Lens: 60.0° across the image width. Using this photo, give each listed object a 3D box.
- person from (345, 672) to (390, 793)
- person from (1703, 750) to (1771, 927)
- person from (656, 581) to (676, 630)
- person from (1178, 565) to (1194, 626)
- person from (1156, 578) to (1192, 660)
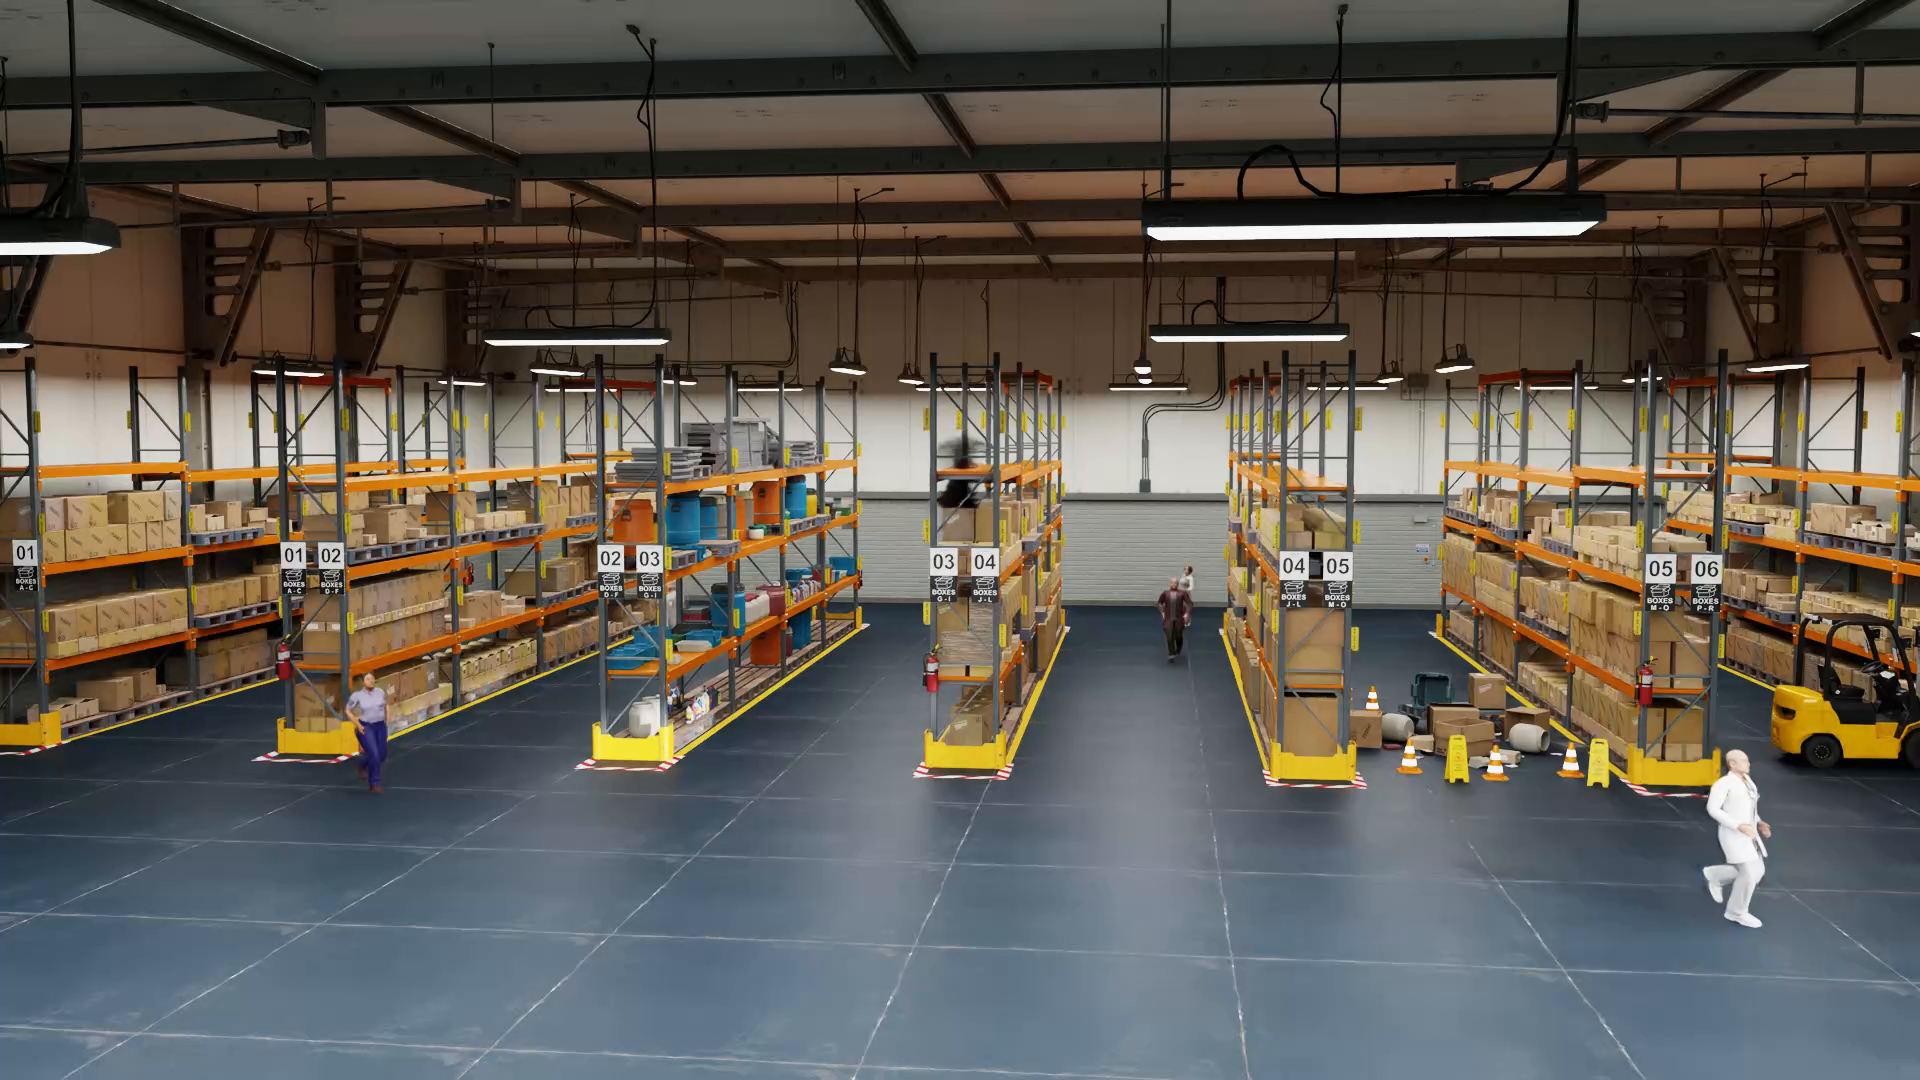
[{"bbox_3d":[-8.050,2.611,22.673,0.693,1.624,0.602,4,5,41],"label":"person"},{"bbox_3d":[7.750,2.965,16.696,0.712,1.739,0.652,-3,5,-37],"label":"person"},{"bbox_3d":[-6.167,1.659,35.194,0.571,1.695,0.837,0,4,-2],"label":"person"},{"bbox_3d":[5.352,1.385,40.179,0.690,1.560,0.631,-2,5,-26],"label":"person"},{"bbox_3d":[4.519,1.654,35.078,0.756,1.729,0.686,1,4,12],"label":"person"}]
